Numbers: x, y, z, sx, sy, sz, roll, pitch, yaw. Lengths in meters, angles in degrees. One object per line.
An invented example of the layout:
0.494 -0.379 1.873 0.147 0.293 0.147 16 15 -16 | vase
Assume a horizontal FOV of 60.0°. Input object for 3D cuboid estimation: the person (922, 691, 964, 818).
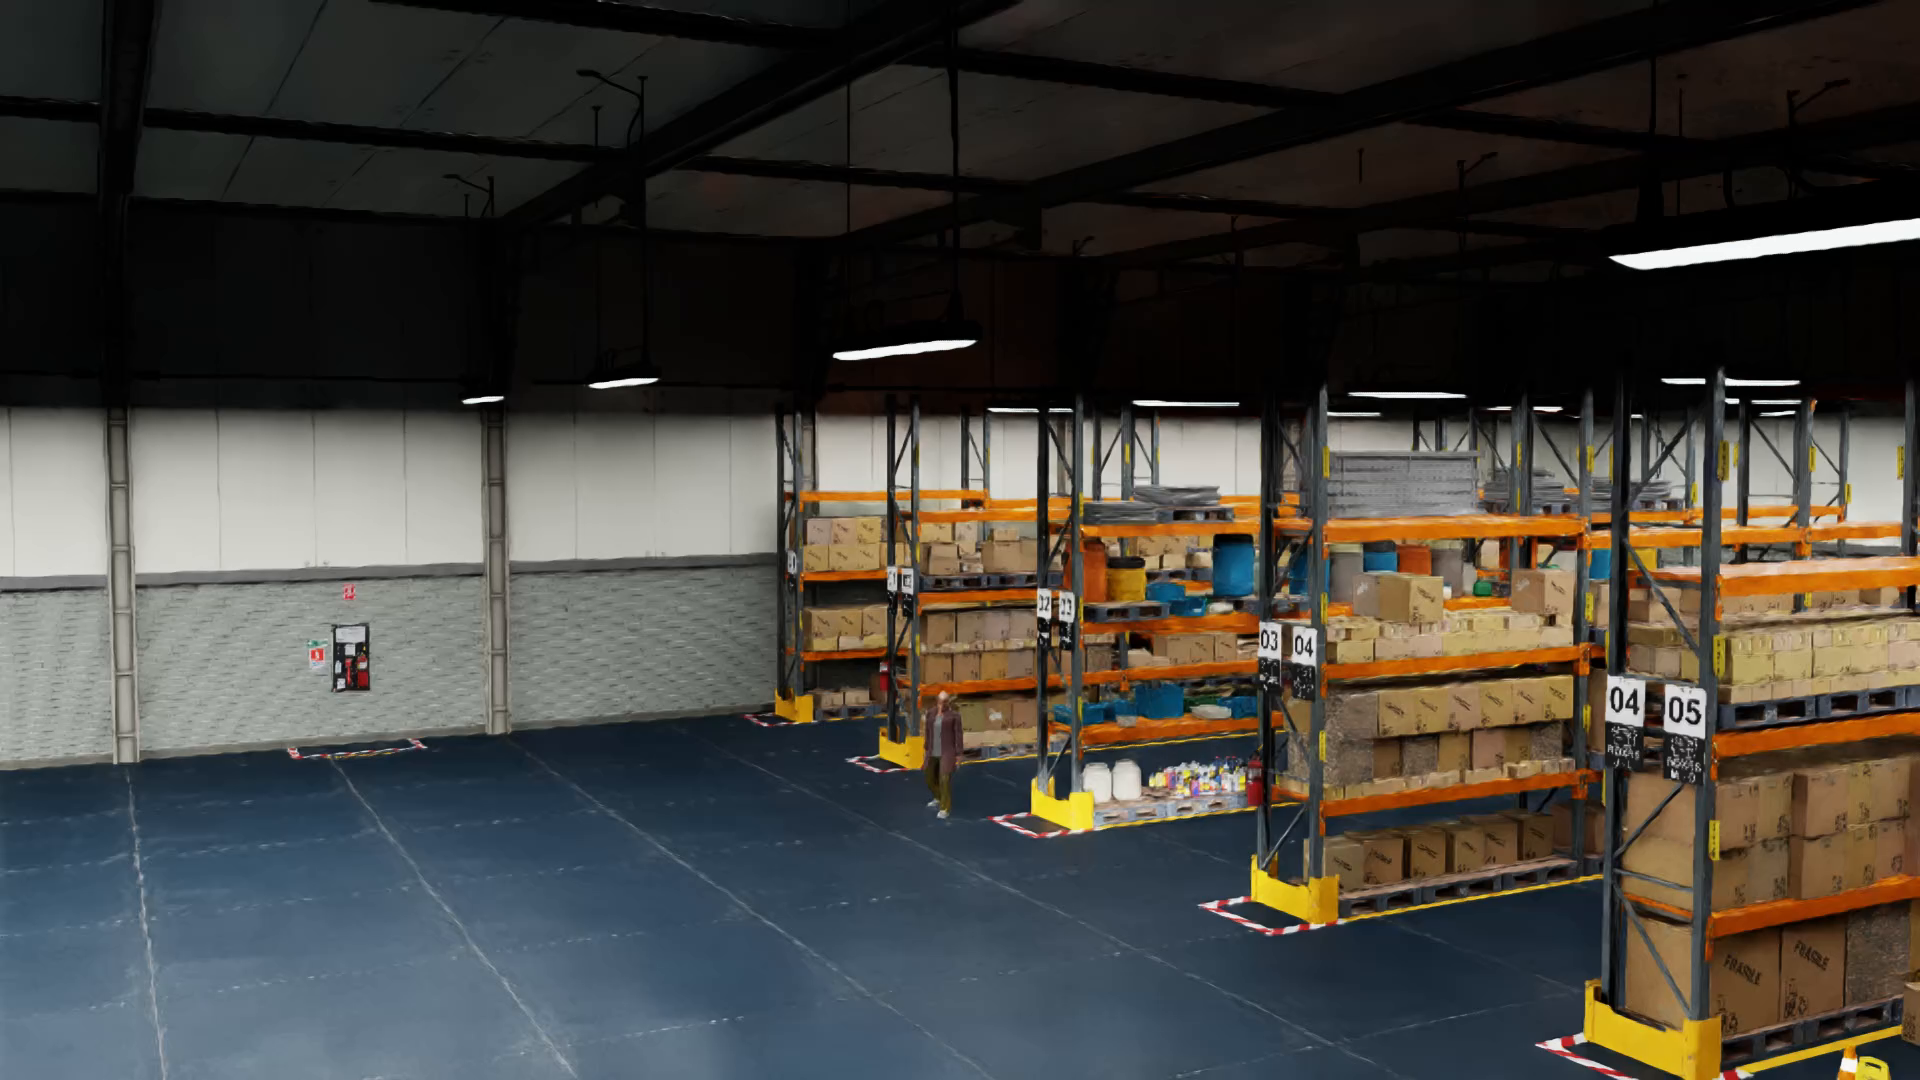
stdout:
-0.219 2.969 23.214 0.625 1.769 0.586 2 4 28 | person
